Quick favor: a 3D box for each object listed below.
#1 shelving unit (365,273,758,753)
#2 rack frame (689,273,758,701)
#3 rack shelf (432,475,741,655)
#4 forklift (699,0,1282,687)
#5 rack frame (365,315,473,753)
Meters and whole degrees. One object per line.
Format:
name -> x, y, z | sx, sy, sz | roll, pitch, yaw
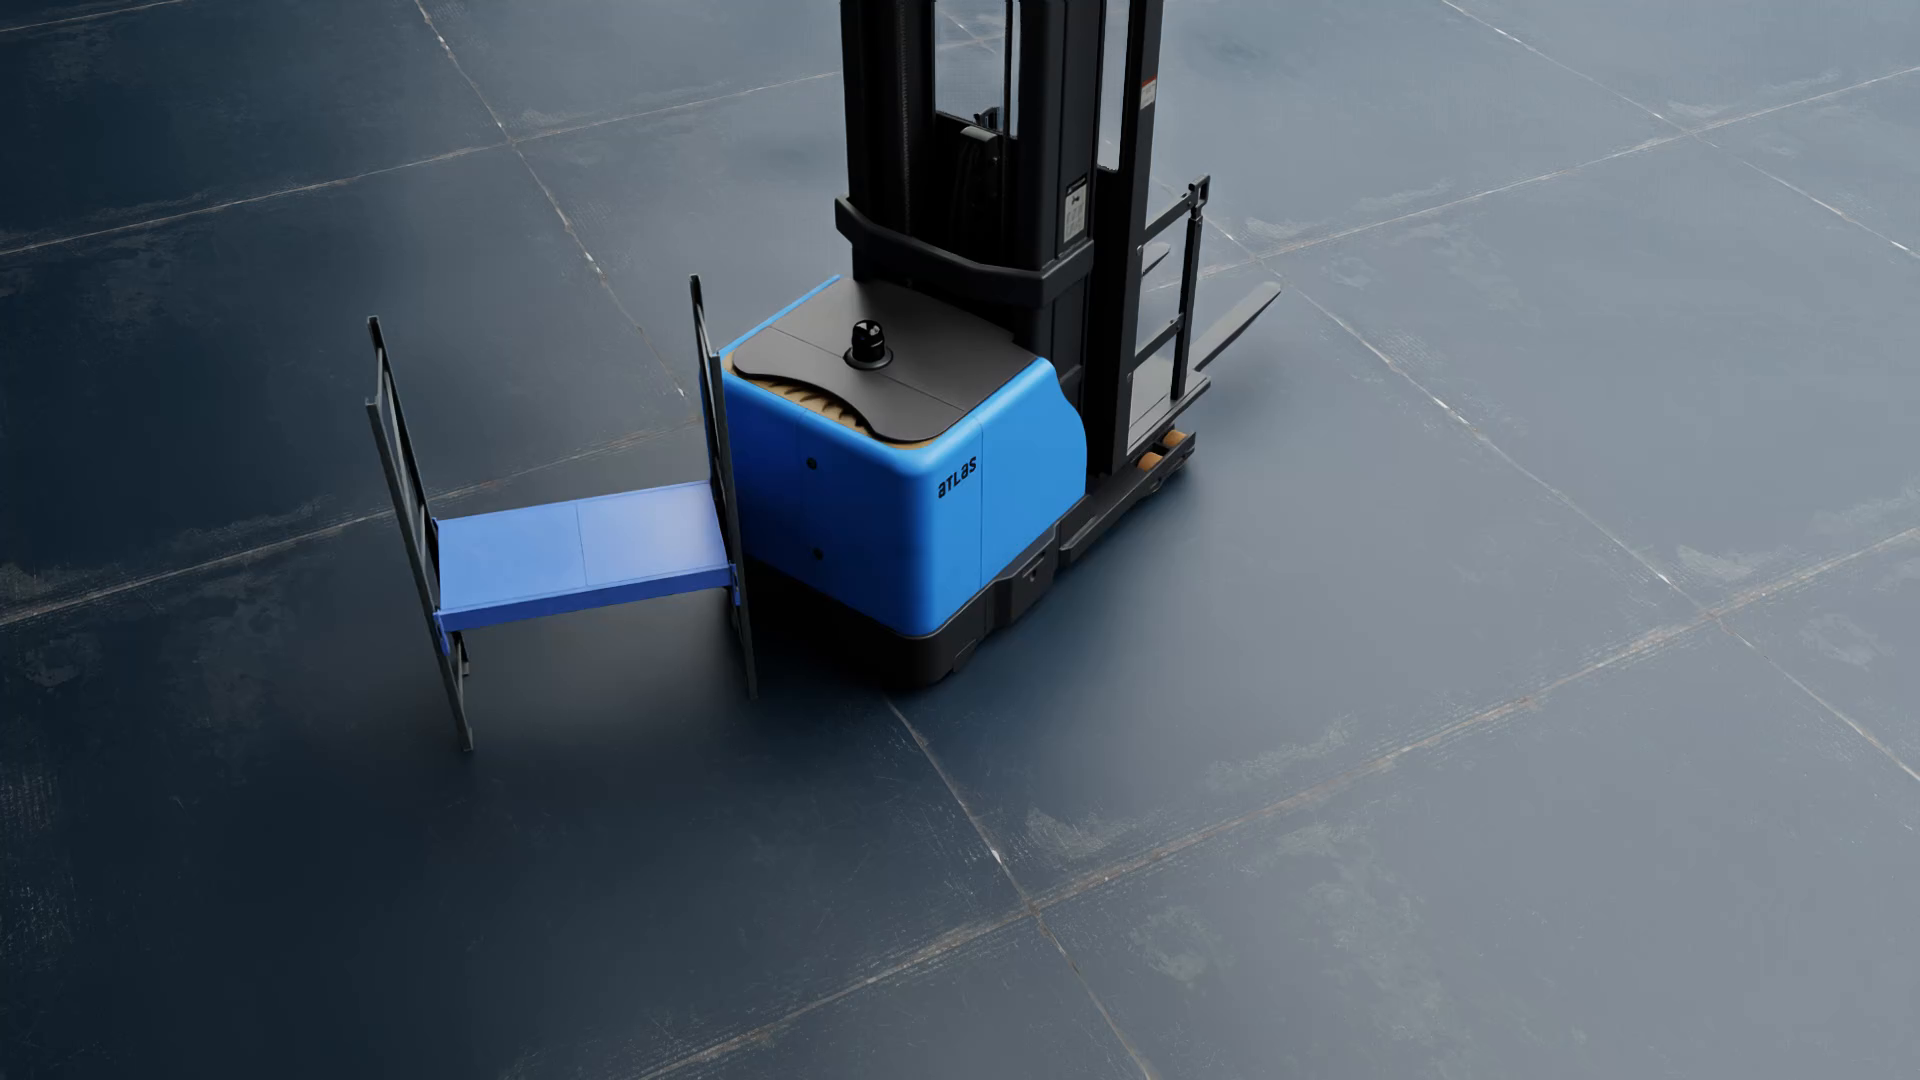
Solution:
shelving unit -> -1.305, -0.063, 5.664 | 1.048, 1.500, 0.538 | -9, 41, -11
rack frame -> -0.813, -0.145, 5.760 | 0.032, 1.500, 0.500 | -9, 41, -11
rack shelf -> -1.305, 0.074, 5.780 | 1.000, 0.185, 0.538 | -9, 41, -11
forklift -> 0.346, -1.491, 6.243 | 1.130, 2.935, 3.031 | 26, 47, 27
rack frame -> -1.797, 0.019, 5.567 | 0.032, 1.500, 0.500 | -9, 41, -11
